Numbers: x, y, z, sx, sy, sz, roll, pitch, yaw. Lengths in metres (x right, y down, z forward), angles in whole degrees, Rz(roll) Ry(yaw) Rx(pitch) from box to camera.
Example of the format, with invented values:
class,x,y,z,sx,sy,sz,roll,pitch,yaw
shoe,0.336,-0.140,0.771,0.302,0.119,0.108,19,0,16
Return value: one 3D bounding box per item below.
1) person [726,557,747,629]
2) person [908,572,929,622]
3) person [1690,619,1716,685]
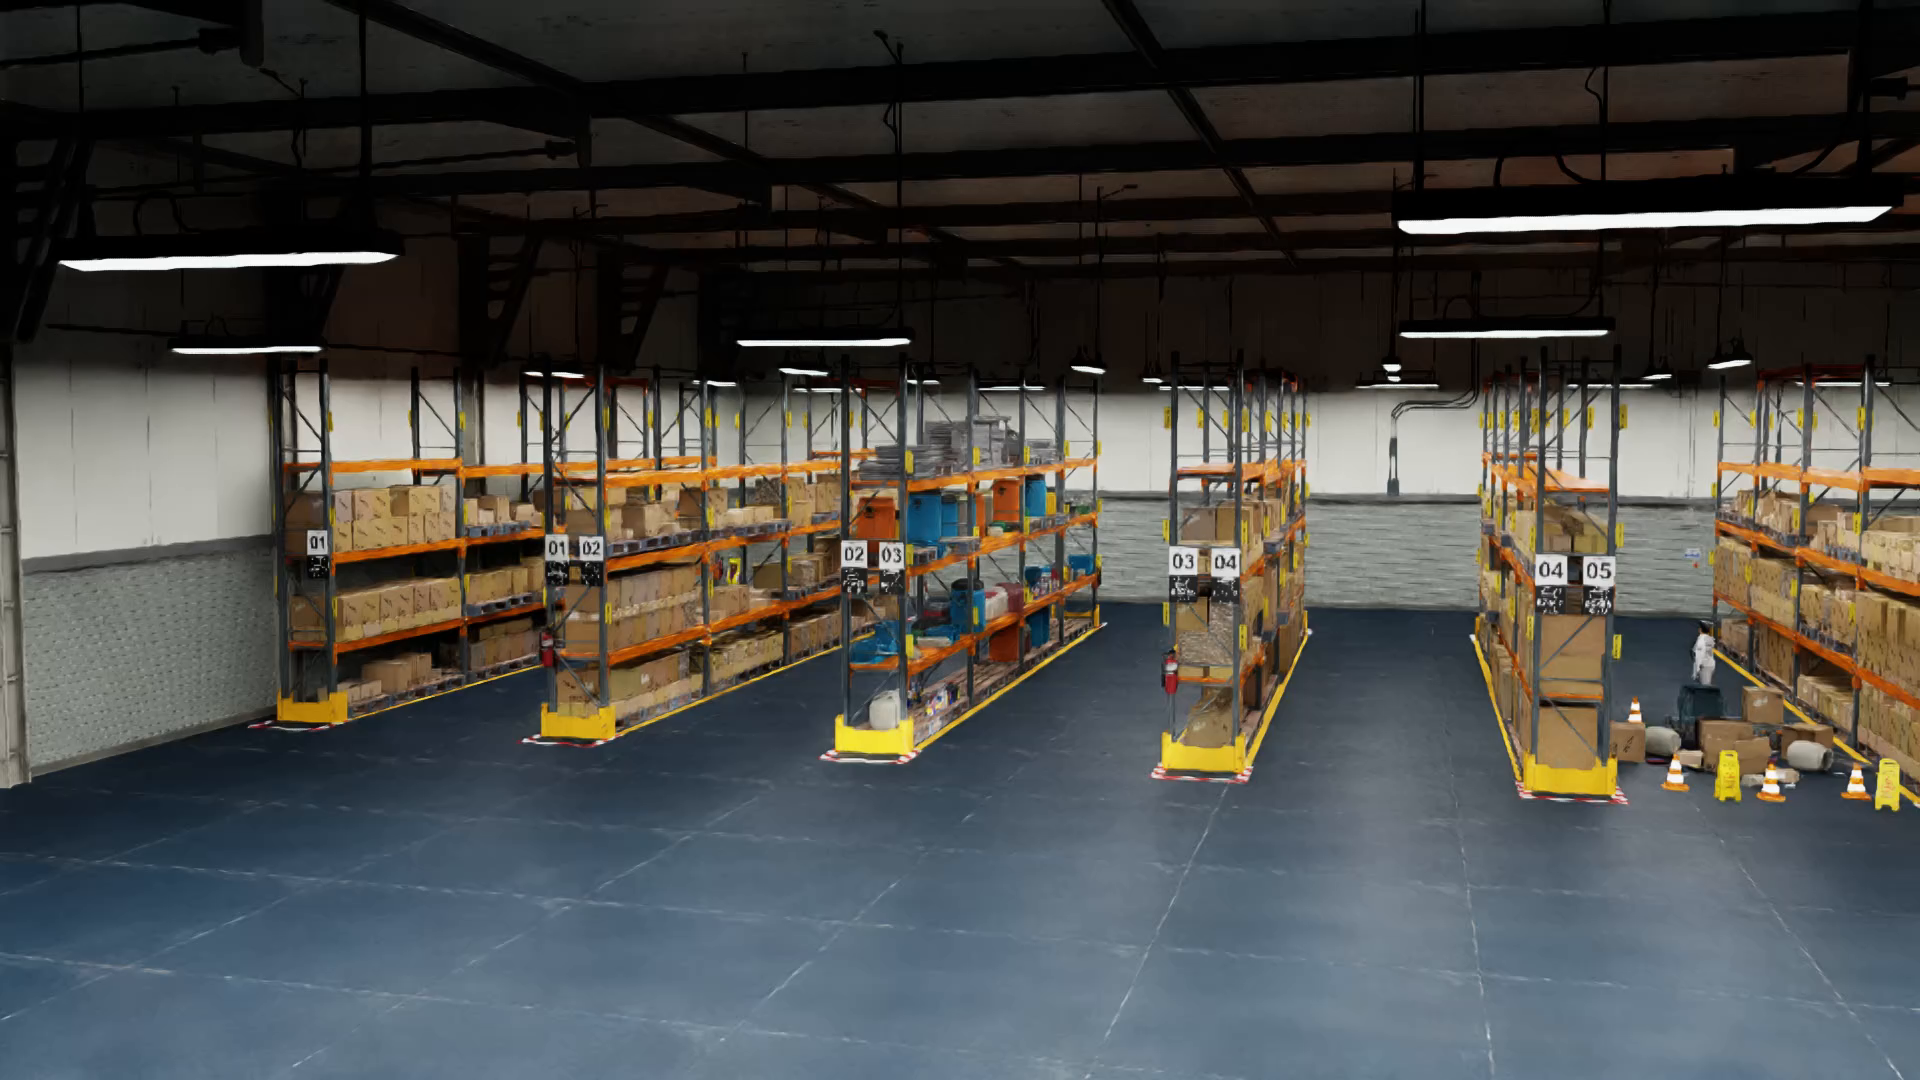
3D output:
class,x,y,z,sx,sy,sz,roll,pitch,yaw
person,-5.398,1.272,40.003,0.591,1.716,1.042,1,4,14
person,-1.068,1.291,39.584,0.566,1.706,1.122,1,4,17
person,12.389,2.170,27.739,0.520,1.659,0.560,4,6,43
